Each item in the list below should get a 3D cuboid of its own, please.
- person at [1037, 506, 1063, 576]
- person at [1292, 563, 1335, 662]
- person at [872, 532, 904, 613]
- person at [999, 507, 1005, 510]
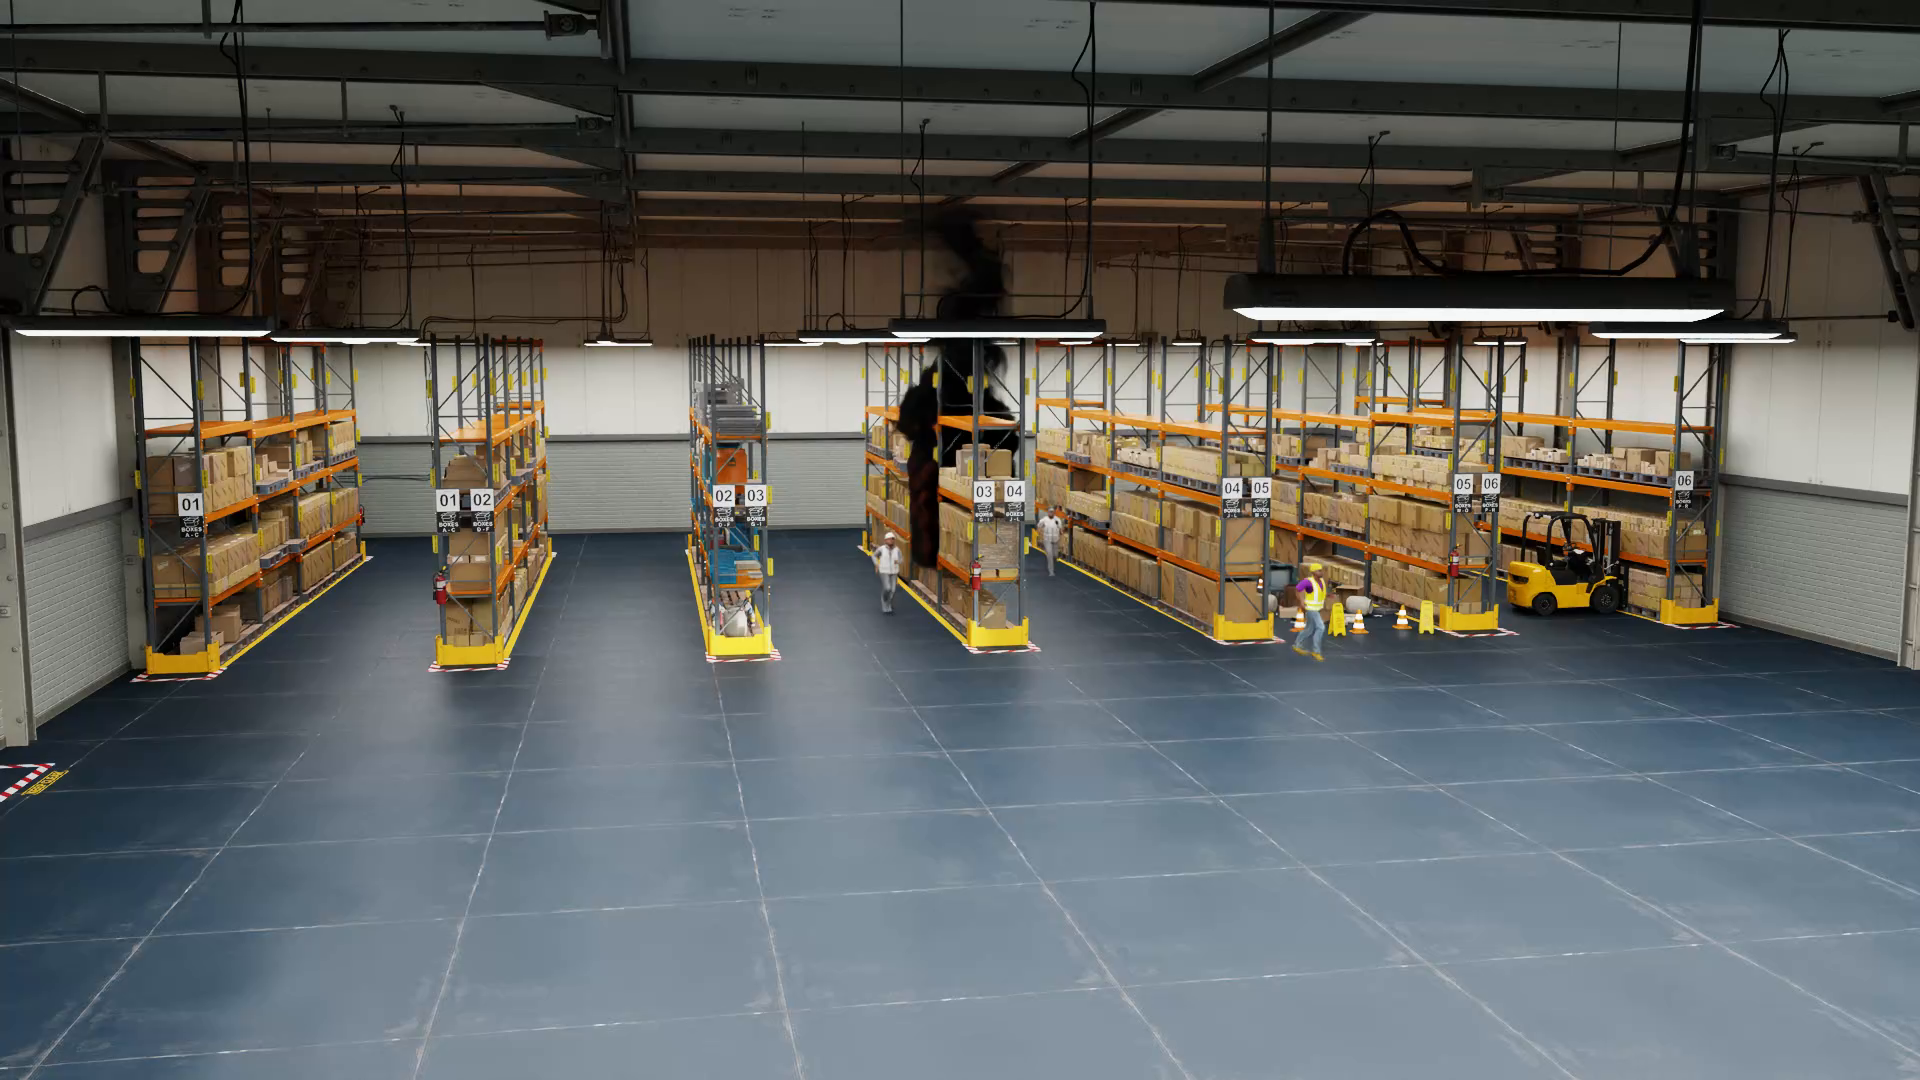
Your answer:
[{"bbox_3d":[2.305,0.017,42.379,0.663,1.769,0.802,-1,7,-11],"label":"person"},{"bbox_3d":[6.535,1.322,30.820,0.784,1.822,0.686,5,8,37],"label":"person"},{"bbox_3d":[-1.530,0.713,36.075,0.644,1.751,0.642,-2,7,-19],"label":"person"},{"bbox_3d":[1.327,-0.467,46.187,0.666,1.830,0.894,-1,7,-9],"label":"person"}]
